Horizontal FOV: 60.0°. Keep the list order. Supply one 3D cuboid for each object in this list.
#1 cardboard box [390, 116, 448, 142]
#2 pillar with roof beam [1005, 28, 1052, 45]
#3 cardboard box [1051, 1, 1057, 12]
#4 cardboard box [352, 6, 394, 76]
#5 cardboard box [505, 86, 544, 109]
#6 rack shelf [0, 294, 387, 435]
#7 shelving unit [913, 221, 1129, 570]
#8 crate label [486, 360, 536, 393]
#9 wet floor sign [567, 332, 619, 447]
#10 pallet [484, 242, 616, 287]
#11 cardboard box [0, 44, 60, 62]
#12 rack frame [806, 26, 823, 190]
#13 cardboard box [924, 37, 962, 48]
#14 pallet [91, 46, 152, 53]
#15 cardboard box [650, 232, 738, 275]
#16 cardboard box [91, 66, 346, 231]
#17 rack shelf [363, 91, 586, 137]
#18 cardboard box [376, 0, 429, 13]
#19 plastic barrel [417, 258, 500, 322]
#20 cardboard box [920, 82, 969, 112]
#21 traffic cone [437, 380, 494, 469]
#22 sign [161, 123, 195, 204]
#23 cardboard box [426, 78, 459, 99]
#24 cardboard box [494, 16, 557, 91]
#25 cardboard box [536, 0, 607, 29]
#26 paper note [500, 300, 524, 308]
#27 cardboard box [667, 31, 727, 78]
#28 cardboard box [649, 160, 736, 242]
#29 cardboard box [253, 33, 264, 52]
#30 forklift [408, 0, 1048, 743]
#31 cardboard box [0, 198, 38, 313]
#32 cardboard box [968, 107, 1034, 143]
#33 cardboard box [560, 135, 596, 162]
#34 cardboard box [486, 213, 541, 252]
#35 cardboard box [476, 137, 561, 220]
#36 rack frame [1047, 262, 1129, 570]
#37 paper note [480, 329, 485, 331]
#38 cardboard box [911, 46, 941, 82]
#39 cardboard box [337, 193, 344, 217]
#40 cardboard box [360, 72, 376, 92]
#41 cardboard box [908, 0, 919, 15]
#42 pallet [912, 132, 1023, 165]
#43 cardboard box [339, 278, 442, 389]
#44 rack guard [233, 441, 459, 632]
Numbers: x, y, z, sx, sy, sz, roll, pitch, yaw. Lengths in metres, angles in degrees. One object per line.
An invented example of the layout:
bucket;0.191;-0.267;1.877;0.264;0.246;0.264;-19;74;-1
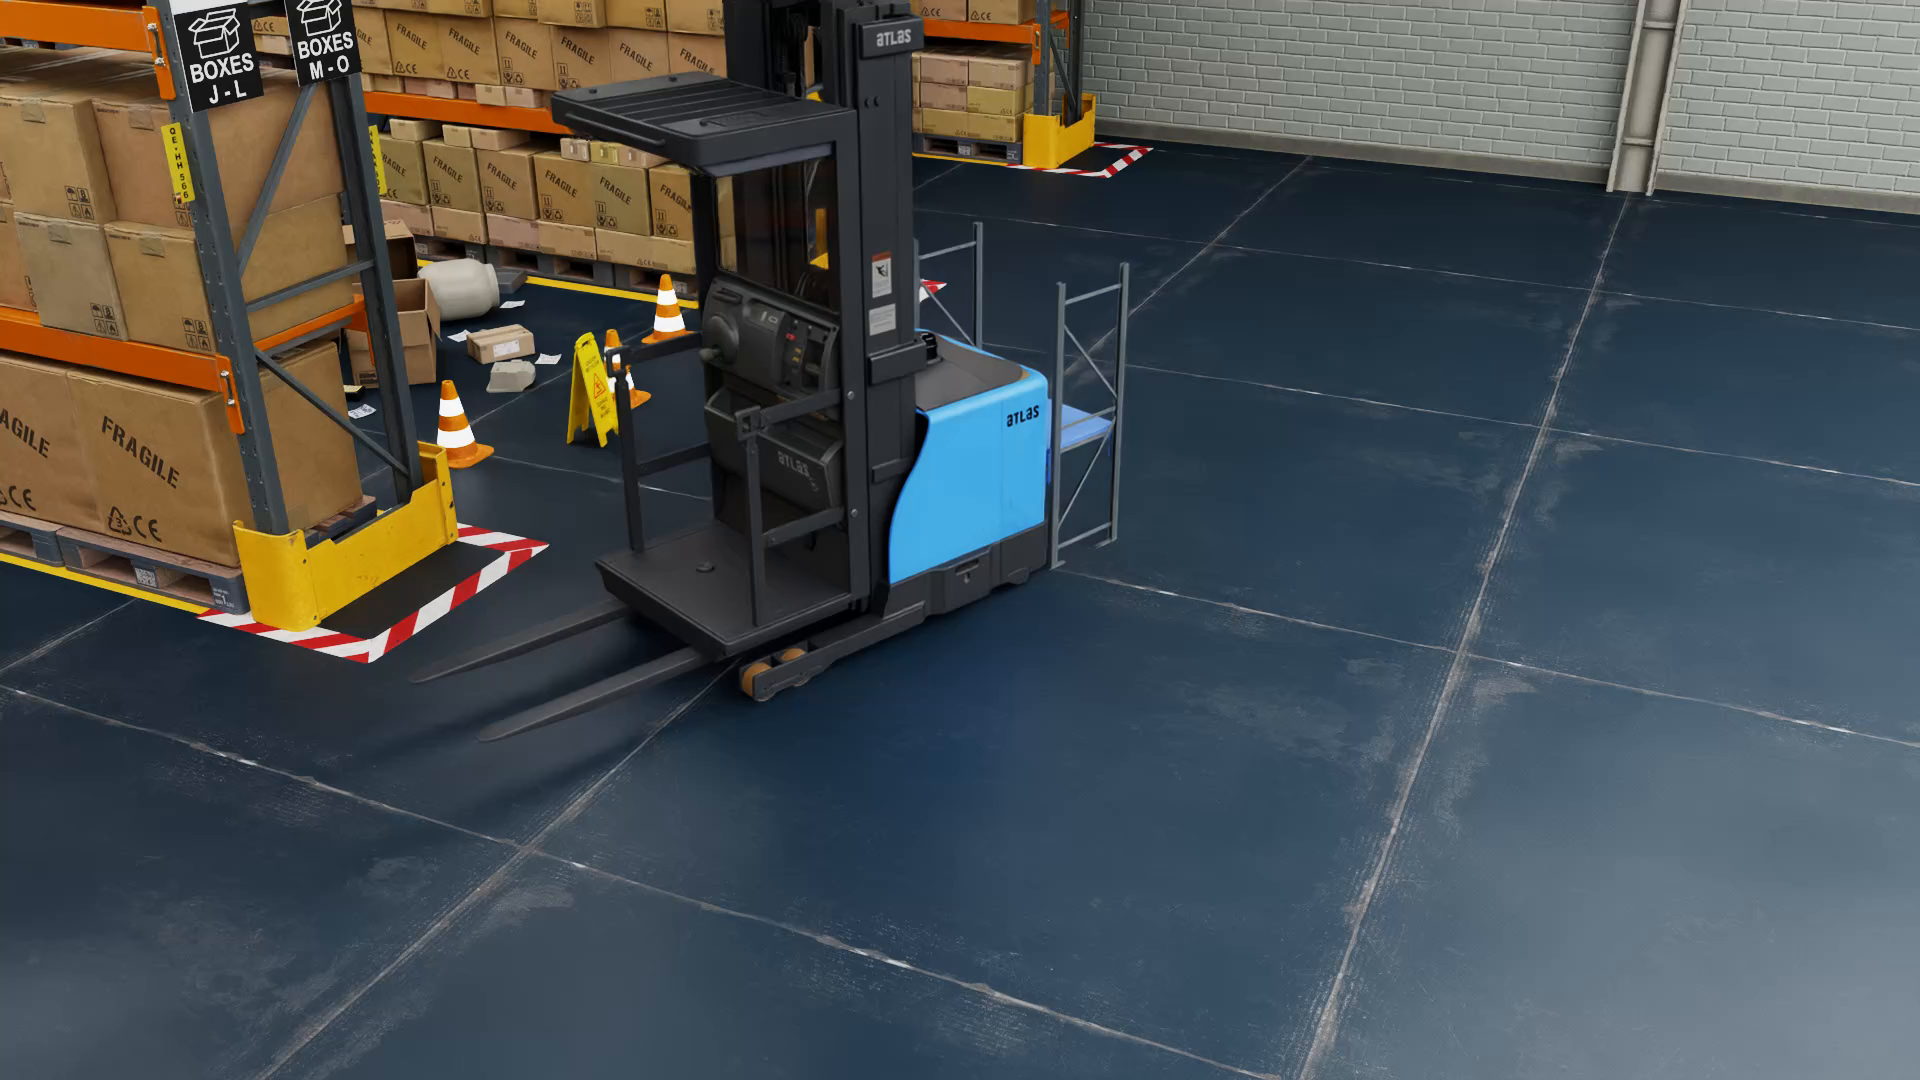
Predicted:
cardboard box;-4.215;-3.231;12.971;0.250;0.149;0.380;12;29;23
pillar with roof beam;-1.079;-6.627;12.023;0.400;9.000;9.100;11;28;22
cardboard box;0.628;-5.424;16.258;0.500;0.500;0.500;12;29;23
cardboard box;-4.444;-3.898;12.821;0.500;0.500;0.500;11;28;22
cardboard box;-3.173;-3.340;12.423;0.250;0.149;0.380;11;28;22
rack shelf;-4.865;-1.215;8.636;4.000;0.370;1.077;11;28;22
shelving unit;0.282;-0.764;8.603;0.538;1.500;1.048;-23;34;-38
crate label;-2.904;-1.067;10.761;0.298;0.136;0.250;-2;26;-5
wet floor sign;-2.199;-0.906;9.861;0.232;0.644;0.267;6;27;13
pallet;-2.988;-2.330;13.243;1.213;0.211;1.003;11;28;22
cardboard box;-4.895;-2.072;8.171;0.500;0.550;0.875;11;28;22
rack frame;-1.088;-3.181;11.814;0.127;3.000;1.000;11;28;22
cardboard box;-0.303;-4.930;16.874;0.500;0.250;0.500;11;28;21
pallet;-6.551;-4.212;14.126;1.213;0.211;1.003;11;28;22
cardboard box;-1.957;-2.180;12.418;0.500;0.250;0.500;11;28;22
cardboard box;-3.366;-1.807;7.632;0.550;0.550;0.875;11;28;22
rack shelf;-2.908;-3.224;12.716;4.000;0.370;1.077;11;28;22
cardboard box;-3.962;-4.269;12.443;0.500;0.500;0.700;12;28;22
plastic barrel;-3.595;-1.794;11.914;0.512;0.421;0.421;-12;29;-23
cardboard box;-0.061;-4.416;16.394;0.500;0.250;0.500;11;28;21
traffic cone;-2.940;-0.702;9.652;0.334;0.463;0.336;11;28;22
sign;-3.282;-1.582;6.988;0.005;0.325;0.100;11;28;22
cardboard box;-3.858;-3.492;12.731;0.250;0.149;0.380;12;29;23
cardboard box;-3.057;-3.634;12.285;0.500;0.500;0.500;12;29;22
cardboard box;-2.608;-3.961;11.817;0.500;0.500;0.700;11;28;21
paper note;-3.297;-1.742;12.253;0.148;0.019;0.142;2;26;4
cardboard box;-1.696;-3.347;11.703;0.500;0.500;0.500;11;28;21
cardboard box;-1.925;-2.514;12.248;0.500;0.500;0.500;12;28;22
cardboard box;-5.544;-4.026;13.341;0.250;0.149;0.380;10;28;20
forklift;-0.998;-0.866;7.191;3.031;2.935;1.130;-22;33;-37
cardboard box;-4.369;-1.533;8.299;0.550;0.550;0.875;11;28;22
cardboard box;0.405;-4.091;16.301;0.500;0.250;0.500;12;28;22
cardboard box;-2.754;-2.941;12.381;0.250;0.149;0.380;13;29;24
cardboard box;-3.329;-2.461;12.991;0.500;0.250;0.500;11;28;21
cardboard box;-3.340;-2.798;12.826;0.500;0.500;0.500;13;29;24
rack frame;0.635;-0.602;8.274;0.500;1.500;0.032;-23;34;-38
paper note;-3.331;-1.475;11.734;0.123;0.001;0.032;11;28;22
cardboard box;-0.515;-4.719;16.444;0.500;0.250;0.500;12;29;22
cardboard box;-5.207;-3.016;13.980;0.625;0.372;0.950;12;29;22
cardboard box;-4.575;-3.613;12.977;0.250;0.149;0.380;11;28;22
cardboard box;-0.528;-5.399;16.206;0.500;0.500;0.500;11;28;21
pallet;0.250;-4.049;16.735;1.213;0.211;1.003;11;28;22
cardboard box;-3.735;-1.364;10.951;0.637;0.503;0.797;-7;27;-14
rack guard;-3.023;-0.046;8.278;0.348;0.500;1.175;11;28;22
